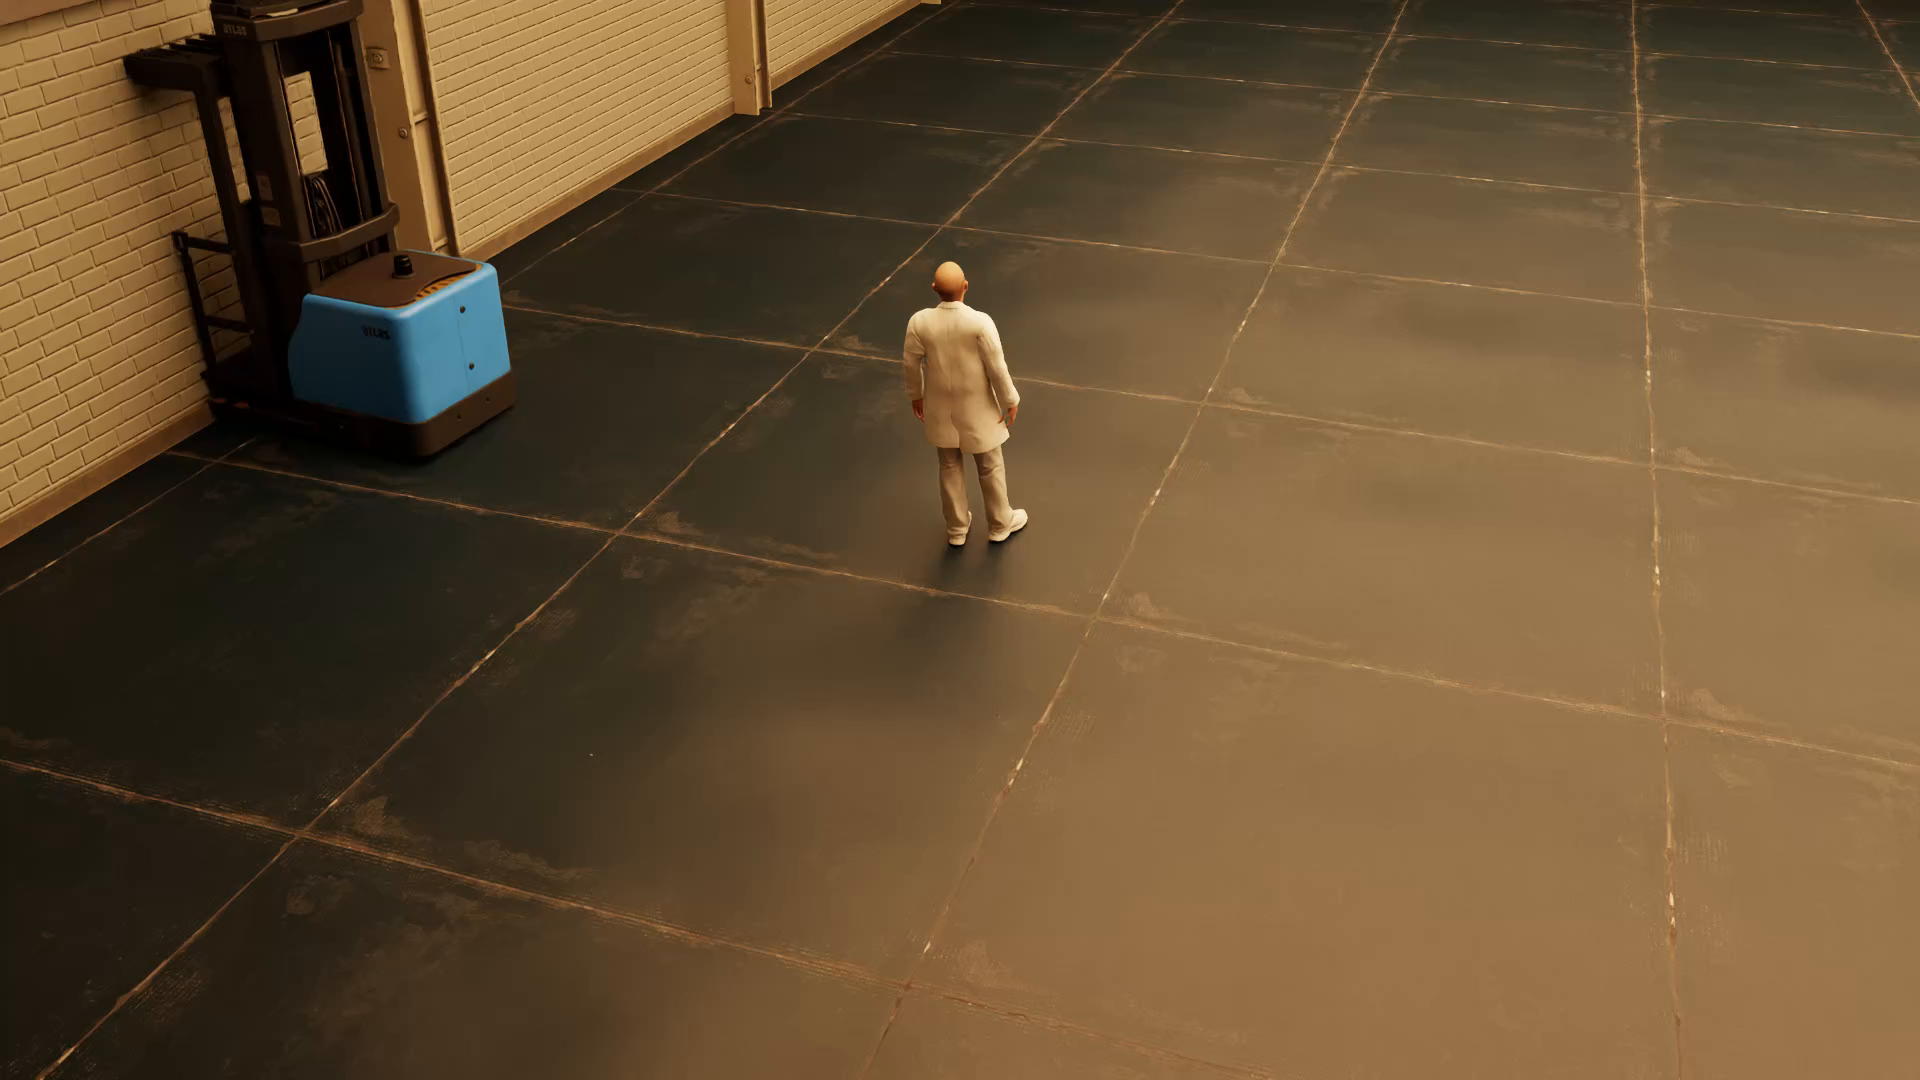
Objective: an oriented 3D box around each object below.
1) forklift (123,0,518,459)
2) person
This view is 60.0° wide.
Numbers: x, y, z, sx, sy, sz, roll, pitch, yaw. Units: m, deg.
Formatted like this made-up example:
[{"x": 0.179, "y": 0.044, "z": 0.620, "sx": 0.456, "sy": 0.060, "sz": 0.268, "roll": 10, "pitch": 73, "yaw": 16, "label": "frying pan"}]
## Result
[{"x": -4.667, "y": -2.281, "z": 11.137, "sx": 3.031, "sy": 2.935, "sz": 1.130, "roll": 12, "pitch": 32, "yaw": 21, "label": "forklift"}, {"x": 0.033, "y": -0.821, "z": 9.726, "sx": 0.698, "sy": 1.778, "sz": 0.578, "roll": 10, "pitch": 31, "yaw": 16, "label": "person"}]
